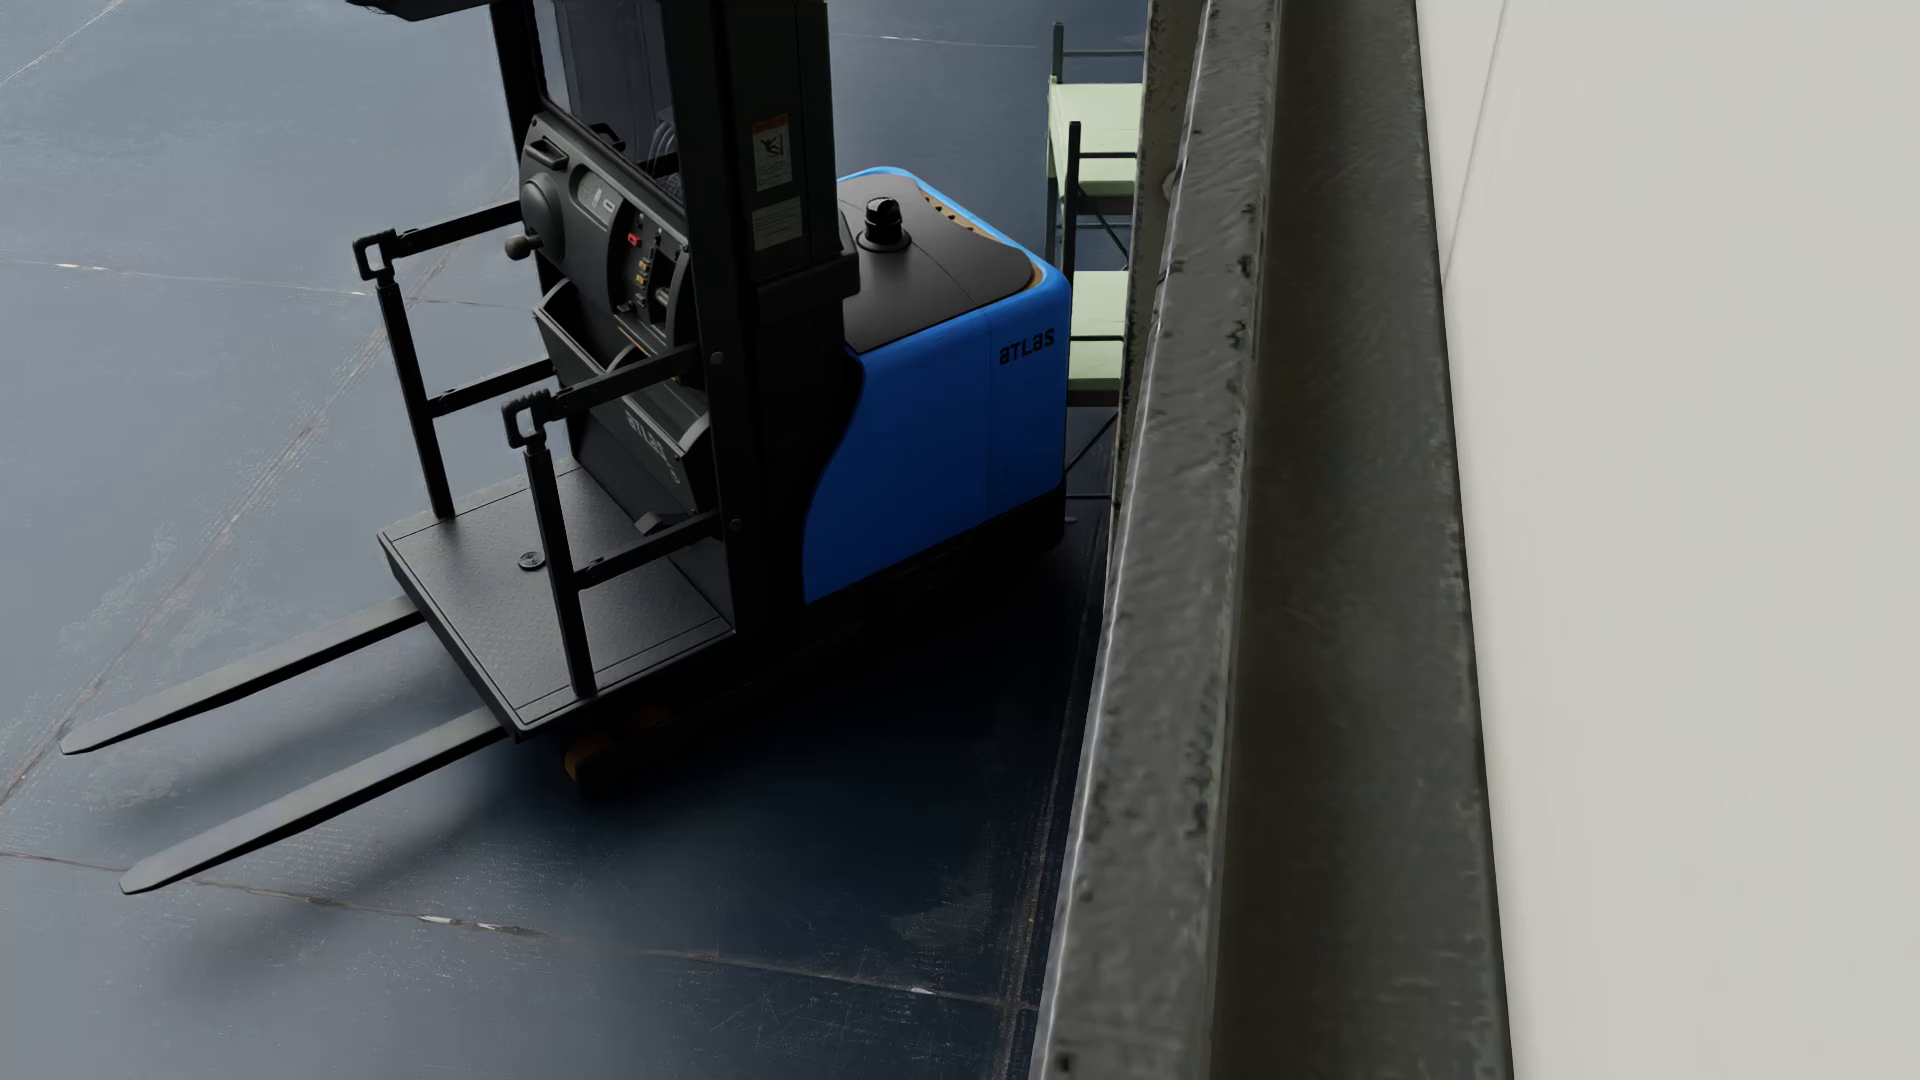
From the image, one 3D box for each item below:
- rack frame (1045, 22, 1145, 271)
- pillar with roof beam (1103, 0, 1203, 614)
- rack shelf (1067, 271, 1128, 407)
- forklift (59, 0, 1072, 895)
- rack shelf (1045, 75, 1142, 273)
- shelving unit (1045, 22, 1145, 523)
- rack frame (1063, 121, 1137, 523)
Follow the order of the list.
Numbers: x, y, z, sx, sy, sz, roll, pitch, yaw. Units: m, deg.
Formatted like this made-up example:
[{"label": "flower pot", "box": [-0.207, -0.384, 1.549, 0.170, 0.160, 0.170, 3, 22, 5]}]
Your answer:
[{"label": "rack frame", "box": [0.506, -1.114, 5.920, 0.400, 1.500, 0.023, -1, 40, -1]}, {"label": "pillar with roof beam", "box": [-3.784, -2.707, 1.962, 9.100, 9.000, 0.400, 6, 40, 8]}, {"label": "rack shelf", "box": [0.513, -0.629, 5.846, 0.431, 0.370, 0.720, -1, 40, -1]}, {"label": "forklift", "box": [-1.134, -0.784, 4.398, 3.031, 2.935, 1.130, -25, 46, -27]}, {"label": "rack shelf", "box": [0.513, -1.181, 5.389, 0.431, 0.370, 0.720, -1, 40, -1]}, {"label": "shelving unit", "box": [0.513, -0.881, 5.638, 0.431, 1.500, 0.755, -1, 40, -1]}, {"label": "rack frame", "box": [0.521, -0.647, 5.356, 0.400, 1.500, 0.023, -1, 40, -1]}]
